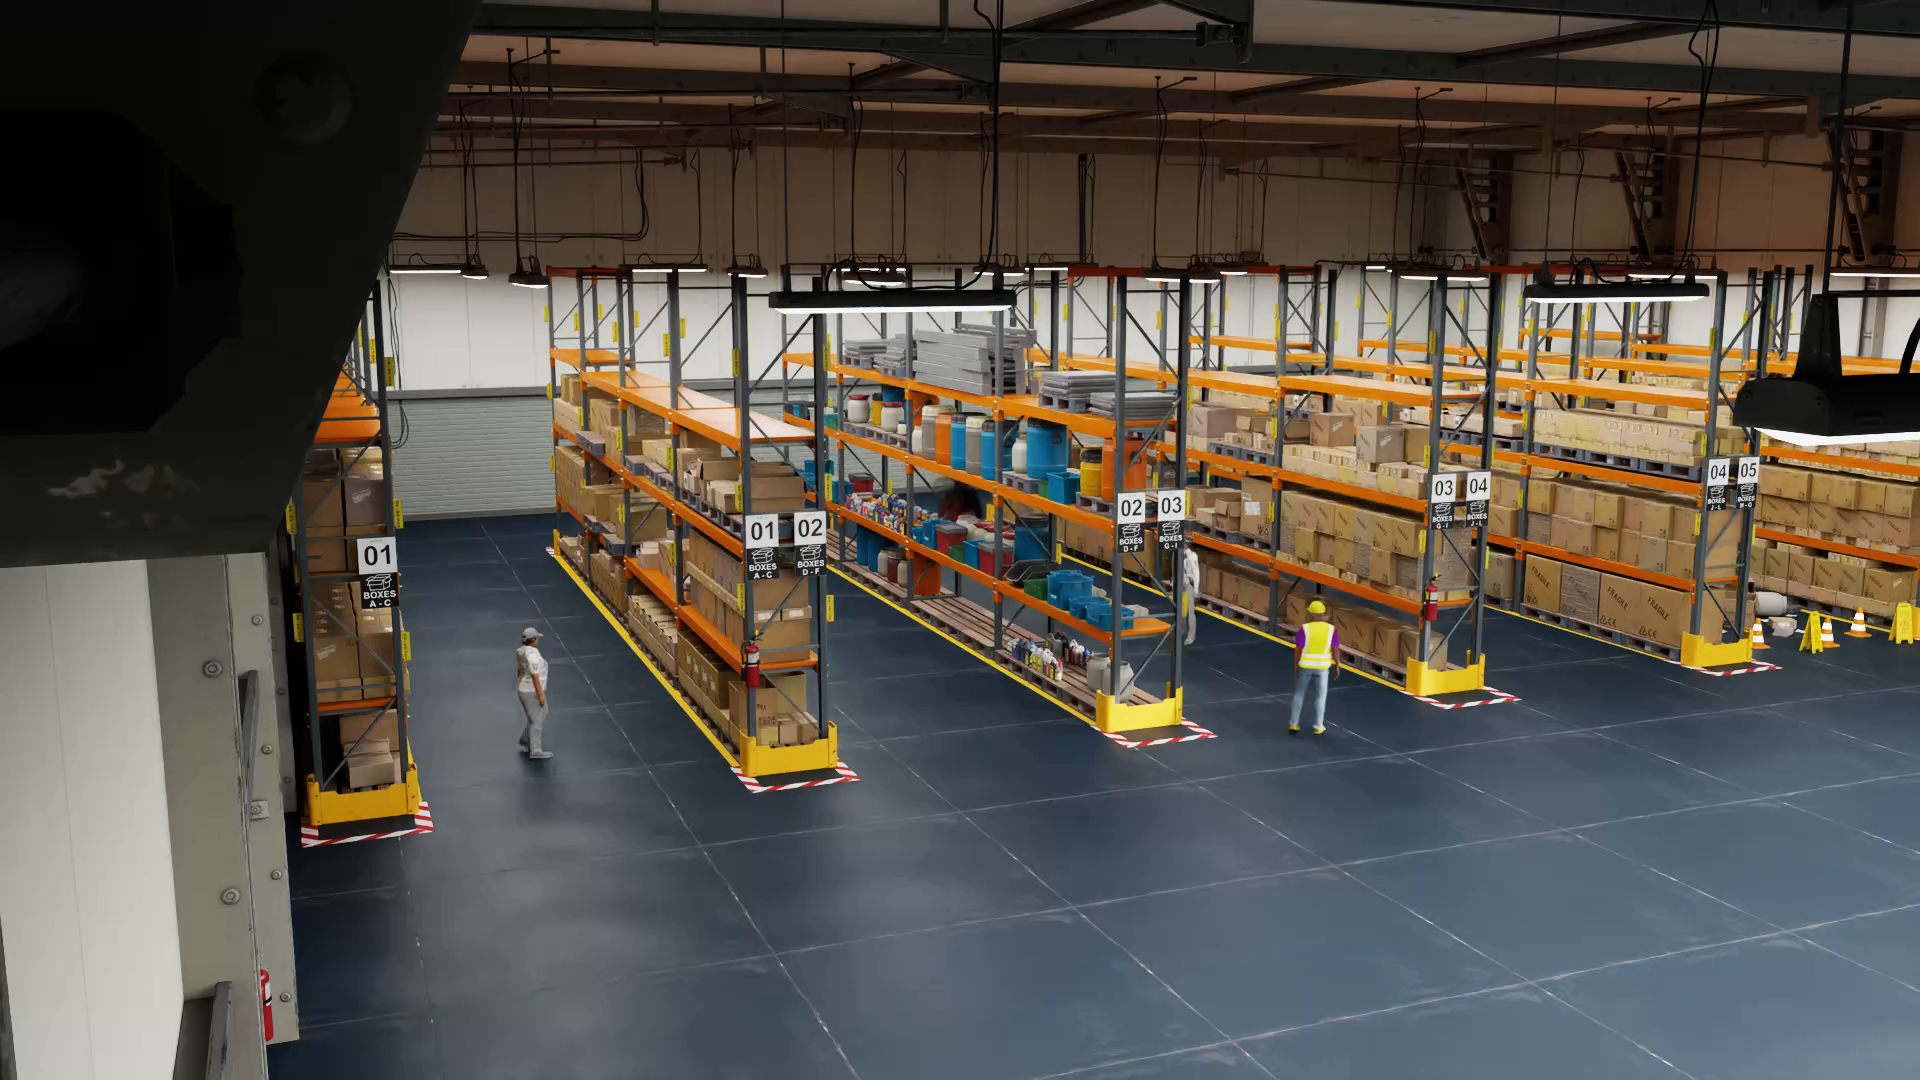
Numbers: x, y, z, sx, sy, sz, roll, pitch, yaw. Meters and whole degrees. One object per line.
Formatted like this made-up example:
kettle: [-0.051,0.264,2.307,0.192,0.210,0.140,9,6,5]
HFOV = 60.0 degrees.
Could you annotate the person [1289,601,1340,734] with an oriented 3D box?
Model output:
person: [4.687,1.694,21.960,0.618,1.810,0.413,4,11,20]

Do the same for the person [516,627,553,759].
person: [-5.372,1.925,20.931,0.410,1.682,0.543,-3,10,-18]

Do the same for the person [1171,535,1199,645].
person: [3.567,0.767,26.436,0.420,1.713,0.575,-6,12,-33]
